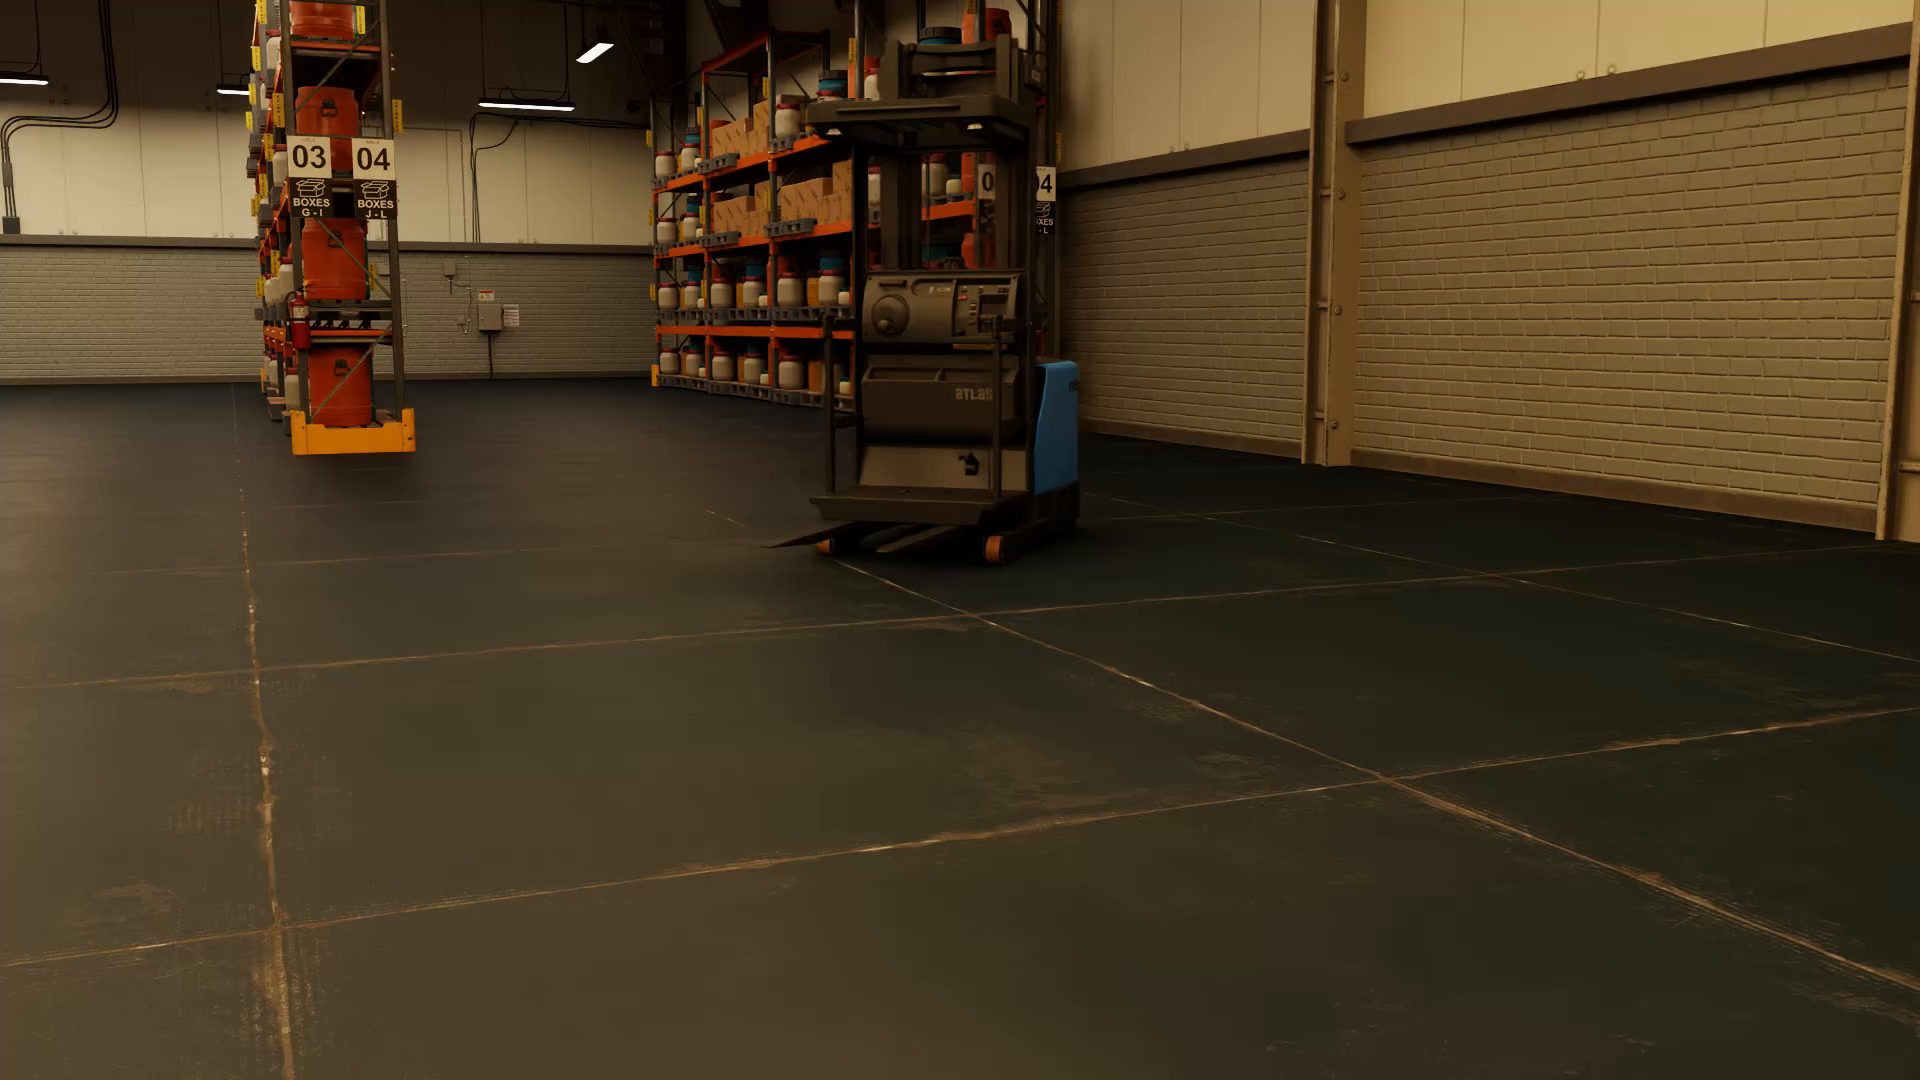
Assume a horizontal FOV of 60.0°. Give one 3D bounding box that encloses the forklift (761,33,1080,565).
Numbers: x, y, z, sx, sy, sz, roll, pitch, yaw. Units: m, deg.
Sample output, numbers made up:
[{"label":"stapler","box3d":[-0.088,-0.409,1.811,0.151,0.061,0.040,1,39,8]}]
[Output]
[{"label":"forklift","box3d":[-0.182,-1.375,9.371,1.130,2.935,3.031,3,8,18]}]
